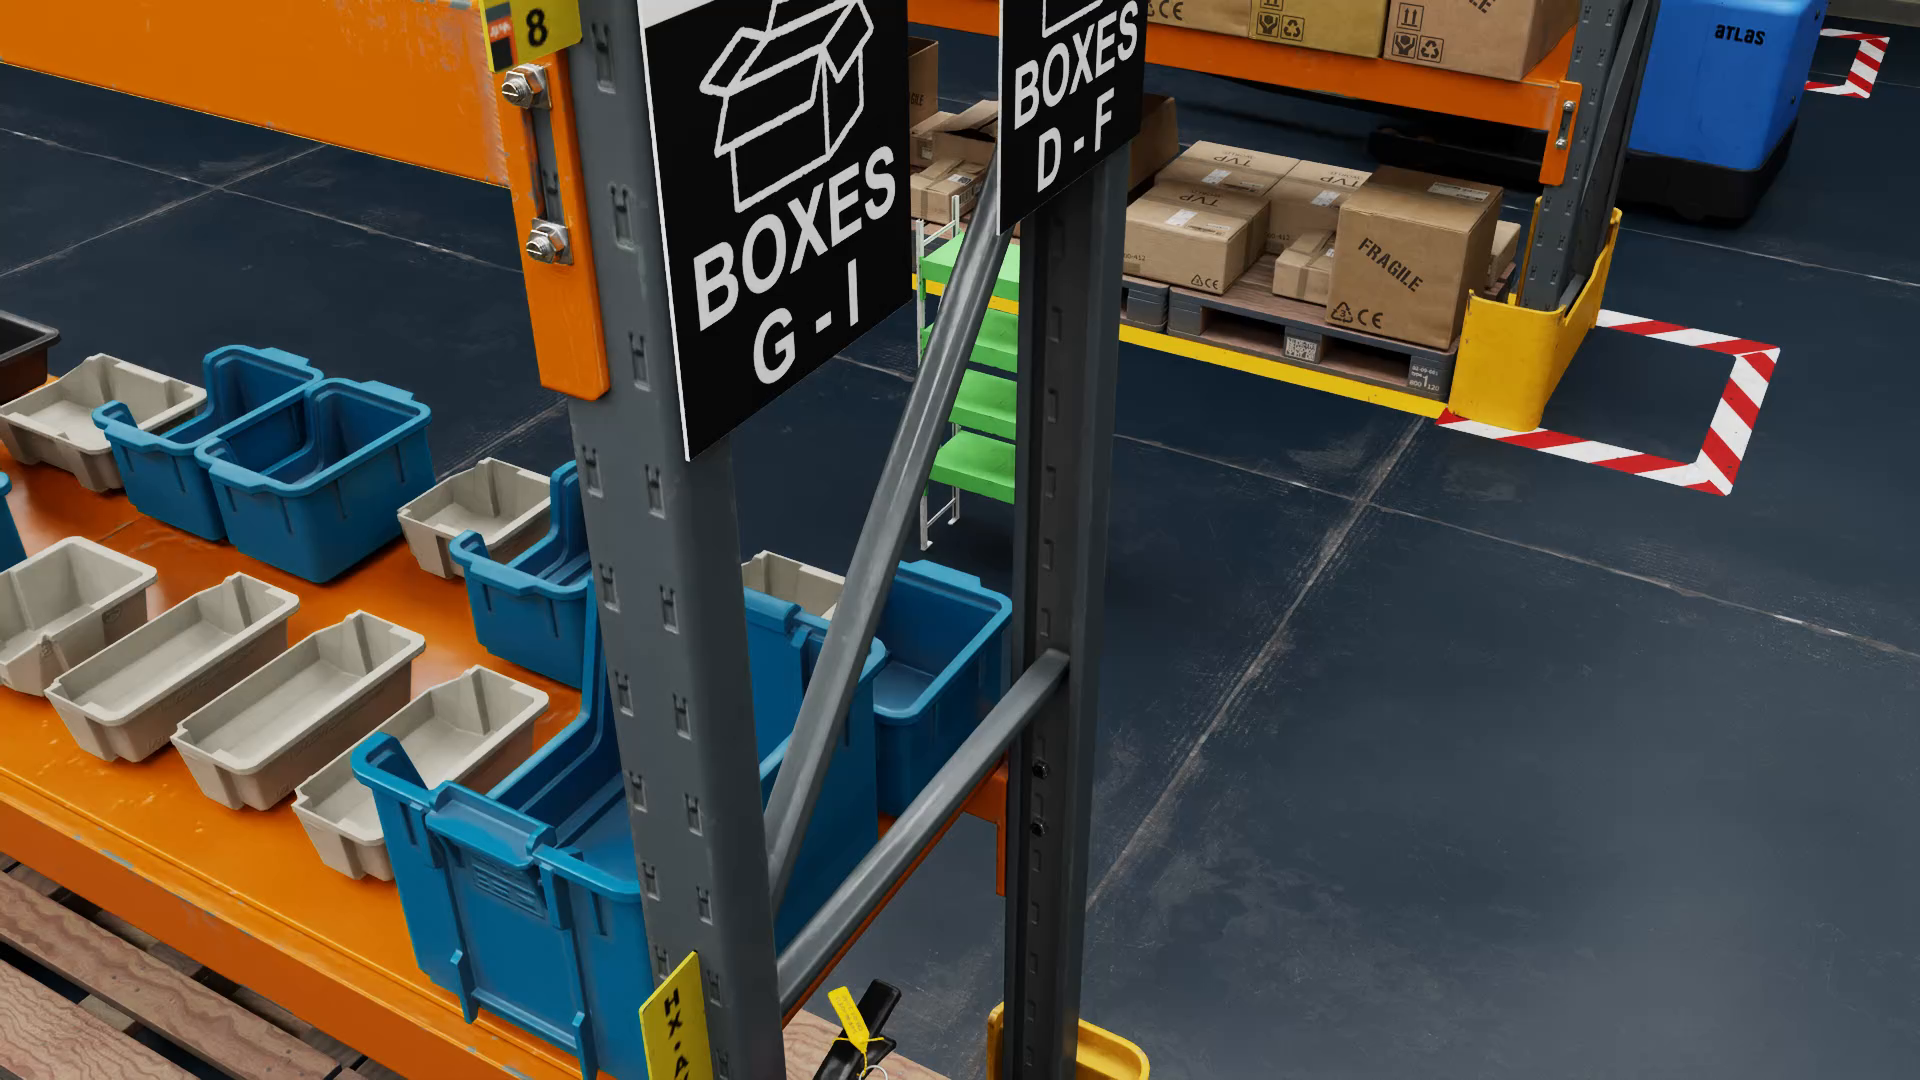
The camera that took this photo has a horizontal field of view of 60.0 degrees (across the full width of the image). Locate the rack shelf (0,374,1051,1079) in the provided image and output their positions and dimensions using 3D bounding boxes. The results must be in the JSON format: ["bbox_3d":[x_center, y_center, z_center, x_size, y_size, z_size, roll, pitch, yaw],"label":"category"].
[{"bbox_3d":[-1.804,0.176,3.428,4.000,0.370,1.077,18,37,24],"label":"rack shelf"}]

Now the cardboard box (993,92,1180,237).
[{"bbox_3d":[0.554,-1.686,7.431,0.637,0.503,0.797,18,37,24],"label":"cardboard box"}]

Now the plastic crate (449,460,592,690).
[{"bbox_3d":[-0.690,0.064,3.044,0.300,0.233,0.416,18,37,24],"label":"plastic crate"}]

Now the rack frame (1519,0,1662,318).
[{"bbox_3d":[2.393,-1.956,5.981,0.127,3.000,1.000,18,37,24],"label":"rack frame"}]

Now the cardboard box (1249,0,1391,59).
[{"bbox_3d":[1.417,-2.131,6.153,0.500,0.500,0.500,18,38,25],"label":"cardboard box"}]

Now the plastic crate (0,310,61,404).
[{"bbox_3d":[-2.436,-0.405,3.846,0.590,0.125,0.437,18,37,24],"label":"plastic crate"}]

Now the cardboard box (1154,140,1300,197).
[{"bbox_3d":[1.194,-1.556,7.464,0.500,0.250,0.500,18,37,24],"label":"cardboard box"}]

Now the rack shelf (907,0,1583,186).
[{"bbox_3d":[0.657,-2.206,7.006,4.000,0.370,1.077,18,37,24],"label":"rack shelf"}]

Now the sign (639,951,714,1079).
[{"bbox_3d":[-0.327,0.628,1.953,0.005,0.325,0.100,18,37,24],"label":"sign"}]

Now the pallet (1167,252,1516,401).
[{"bbox_3d":[1.635,-1.035,7.114,1.213,0.211,1.003,18,37,24],"label":"pallet"}]

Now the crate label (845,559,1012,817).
[{"bbox_3d":[-0.119,0.245,2.772,0.303,0.233,0.416,18,37,24],"label":"crate label"}]

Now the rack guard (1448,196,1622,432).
[{"bbox_3d":[2.327,-0.936,6.705,0.348,0.500,1.175,18,37,24],"label":"rack guard"}]

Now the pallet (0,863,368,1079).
[{"bbox_3d":[-1.820,1.006,4.049,1.213,0.211,1.003,18,37,24],"label":"pallet"}]

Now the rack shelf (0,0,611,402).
[{"bbox_3d":[-1.804,-1.072,2.597,4.000,0.370,1.077,18,37,24],"label":"rack shelf"}]

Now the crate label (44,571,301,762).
[{"bbox_3d":[-1.364,0.223,2.893,0.243,0.136,0.396,18,37,24],"label":"crate label"}]

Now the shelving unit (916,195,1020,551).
[{"bbox_3d":[0.144,-0.454,5.349,0.503,1.200,0.258,18,37,24],"label":"shelving unit"}]

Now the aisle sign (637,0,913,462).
[{"bbox_3d":[-0.151,-0.494,1.441,0.004,0.787,0.394,18,37,24],"label":"aisle sign"}]

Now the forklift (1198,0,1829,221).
[{"bbox_3d":[2.744,-3.371,8.168,3.031,2.935,1.130,20,39,27],"label":"forklift"}]

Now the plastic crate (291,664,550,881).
[{"bbox_3d":[-0.866,0.374,2.665,0.243,0.136,0.396,18,37,24],"label":"plastic crate"}]

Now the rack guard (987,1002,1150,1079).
[{"bbox_3d":[-0.040,1.468,3.095,0.348,0.500,1.175,18,37,24],"label":"rack guard"}]

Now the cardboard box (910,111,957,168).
[{"bbox_3d":[-0.089,-1.958,8.159,0.250,0.149,0.380,18,37,24],"label":"cardboard box"}]

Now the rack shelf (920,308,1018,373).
[{"bbox_3d":[0.144,-0.600,5.251,0.480,0.148,0.258,18,37,24],"label":"rack shelf"}]

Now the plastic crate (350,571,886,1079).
[{"bbox_3d":[-0.451,0.385,2.380,0.499,0.435,0.616,18,37,24],"label":"plastic crate"}]

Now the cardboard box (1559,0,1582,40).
[{"bbox_3d":[2.139,-2.246,6.327,0.500,0.500,0.500,18,38,25],"label":"cardboard box"}]

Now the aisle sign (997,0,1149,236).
[{"bbox_3d":[0.142,-0.778,1.867,0.004,0.787,0.394,18,37,24],"label":"aisle sign"}]

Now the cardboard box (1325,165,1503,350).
[{"bbox_3d":[1.799,-1.130,6.598,0.500,0.500,0.500,18,37,24],"label":"cardboard box"}]

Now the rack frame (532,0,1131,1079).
[{"bbox_3d":[-0.069,0.428,2.400,0.053,2.616,0.949,18,37,24],"label":"rack frame"}]

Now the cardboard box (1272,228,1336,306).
[{"bbox_3d":[1.492,-1.145,6.923,0.250,0.166,0.380,18,37,24],"label":"cardboard box"}]

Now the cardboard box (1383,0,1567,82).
[{"bbox_3d":[1.869,-1.990,5.941,0.500,0.500,0.500,19,38,26],"label":"cardboard box"}]

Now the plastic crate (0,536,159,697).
[{"bbox_3d":[-1.630,0.150,3.002,0.250,0.136,0.298,18,37,24],"label":"plastic crate"}]

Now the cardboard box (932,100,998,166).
[{"bbox_3d":[0.207,-1.893,7.916,0.500,0.311,0.500,18,37,24],"label":"cardboard box"}]

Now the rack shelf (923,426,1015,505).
[{"bbox_3d":[0.144,-0.201,5.518,0.480,0.148,0.258,18,37,24],"label":"rack shelf"}]

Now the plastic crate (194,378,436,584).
[{"bbox_3d":[-1.262,-0.117,3.316,0.300,0.233,0.416,18,37,24],"label":"plastic crate"}]

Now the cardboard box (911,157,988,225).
[{"bbox_3d":[-0.067,-1.607,7.616,0.250,0.166,0.380,18,37,24],"label":"cardboard box"}]

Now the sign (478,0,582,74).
[{"bbox_3d":[-0.327,-0.509,1.196,0.005,0.325,0.100,18,37,24],"label":"sign"}]

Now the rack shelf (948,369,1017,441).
[{"bbox_3d":[0.144,-0.401,5.384,0.480,0.148,0.258,18,37,24],"label":"rack shelf"}]

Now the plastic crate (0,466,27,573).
[{"bbox_3d":[-1.978,0.030,3.095,0.300,0.233,0.416,18,37,24],"label":"plastic crate"}]

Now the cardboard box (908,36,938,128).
[{"bbox_3d":[-0.444,-2.178,8.173,0.500,0.500,0.500,18,37,24],"label":"cardboard box"}]

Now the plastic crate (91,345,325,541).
[{"bbox_3d":[-1.523,-0.199,3.440,0.300,0.233,0.416,18,37,24],"label":"plastic crate"}]

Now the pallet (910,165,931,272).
[{"bbox_3d":[-0.484,-1.706,8.121,1.213,0.211,1.003,18,37,24],"label":"pallet"}]

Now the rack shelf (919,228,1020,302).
[{"bbox_3d":[0.144,-0.800,5.118,0.480,0.148,0.258,18,37,24],"label":"rack shelf"}]

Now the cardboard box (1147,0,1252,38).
[{"bbox_3d":[0.987,-2.270,6.363,0.500,0.500,0.500,18,38,25],"label":"cardboard box"}]

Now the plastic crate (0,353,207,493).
[{"bbox_3d":[-1.880,-0.254,3.609,0.466,0.136,0.293,18,37,24],"label":"plastic crate"}]

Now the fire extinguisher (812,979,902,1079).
[{"bbox_3d":[-0.162,0.874,2.137,0.183,0.674,0.296,18,37,24],"label":"fire extinguisher"}]

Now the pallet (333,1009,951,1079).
[{"bbox_3d":[-0.765,1.342,3.544,1.213,0.211,1.003,18,37,24],"label":"pallet"}]

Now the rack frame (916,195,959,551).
[{"bbox_3d":[-0.068,-0.521,5.450,0.015,1.200,0.240,18,37,24],"label":"rack frame"}]

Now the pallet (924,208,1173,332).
[{"bbox_3d":[0.579,-1.371,7.618,1.213,0.211,1.003,18,37,24],"label":"pallet"}]

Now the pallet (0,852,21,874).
[{"bbox_3d":[-2.883,0.671,4.552,1.213,0.211,1.003,18,37,24],"label":"pallet"}]

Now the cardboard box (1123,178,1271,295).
[{"bbox_3d":[0.989,-1.301,7.082,0.500,0.250,0.500,18,37,24],"label":"cardboard box"}]

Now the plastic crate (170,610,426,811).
[{"bbox_3d":[-1.110,0.288,2.795,0.243,0.136,0.396,18,37,24],"label":"plastic crate"}]

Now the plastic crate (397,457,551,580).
[{"bbox_3d":[-0.945,-0.029,3.272,0.298,0.136,0.250,18,37,24],"label":"plastic crate"}]

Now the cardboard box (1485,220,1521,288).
[{"bbox_3d":[2.200,-1.233,7.070,0.250,0.149,0.380,18,37,24],"label":"cardboard box"}]

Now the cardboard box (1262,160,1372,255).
[{"bbox_3d":[1.628,-1.418,7.257,0.500,0.250,0.500,18,37,24],"label":"cardboard box"}]

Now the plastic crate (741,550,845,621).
[{"bbox_3d":[-0.356,0.157,2.991,0.298,0.136,0.250,18,37,24],"label":"plastic crate"}]
